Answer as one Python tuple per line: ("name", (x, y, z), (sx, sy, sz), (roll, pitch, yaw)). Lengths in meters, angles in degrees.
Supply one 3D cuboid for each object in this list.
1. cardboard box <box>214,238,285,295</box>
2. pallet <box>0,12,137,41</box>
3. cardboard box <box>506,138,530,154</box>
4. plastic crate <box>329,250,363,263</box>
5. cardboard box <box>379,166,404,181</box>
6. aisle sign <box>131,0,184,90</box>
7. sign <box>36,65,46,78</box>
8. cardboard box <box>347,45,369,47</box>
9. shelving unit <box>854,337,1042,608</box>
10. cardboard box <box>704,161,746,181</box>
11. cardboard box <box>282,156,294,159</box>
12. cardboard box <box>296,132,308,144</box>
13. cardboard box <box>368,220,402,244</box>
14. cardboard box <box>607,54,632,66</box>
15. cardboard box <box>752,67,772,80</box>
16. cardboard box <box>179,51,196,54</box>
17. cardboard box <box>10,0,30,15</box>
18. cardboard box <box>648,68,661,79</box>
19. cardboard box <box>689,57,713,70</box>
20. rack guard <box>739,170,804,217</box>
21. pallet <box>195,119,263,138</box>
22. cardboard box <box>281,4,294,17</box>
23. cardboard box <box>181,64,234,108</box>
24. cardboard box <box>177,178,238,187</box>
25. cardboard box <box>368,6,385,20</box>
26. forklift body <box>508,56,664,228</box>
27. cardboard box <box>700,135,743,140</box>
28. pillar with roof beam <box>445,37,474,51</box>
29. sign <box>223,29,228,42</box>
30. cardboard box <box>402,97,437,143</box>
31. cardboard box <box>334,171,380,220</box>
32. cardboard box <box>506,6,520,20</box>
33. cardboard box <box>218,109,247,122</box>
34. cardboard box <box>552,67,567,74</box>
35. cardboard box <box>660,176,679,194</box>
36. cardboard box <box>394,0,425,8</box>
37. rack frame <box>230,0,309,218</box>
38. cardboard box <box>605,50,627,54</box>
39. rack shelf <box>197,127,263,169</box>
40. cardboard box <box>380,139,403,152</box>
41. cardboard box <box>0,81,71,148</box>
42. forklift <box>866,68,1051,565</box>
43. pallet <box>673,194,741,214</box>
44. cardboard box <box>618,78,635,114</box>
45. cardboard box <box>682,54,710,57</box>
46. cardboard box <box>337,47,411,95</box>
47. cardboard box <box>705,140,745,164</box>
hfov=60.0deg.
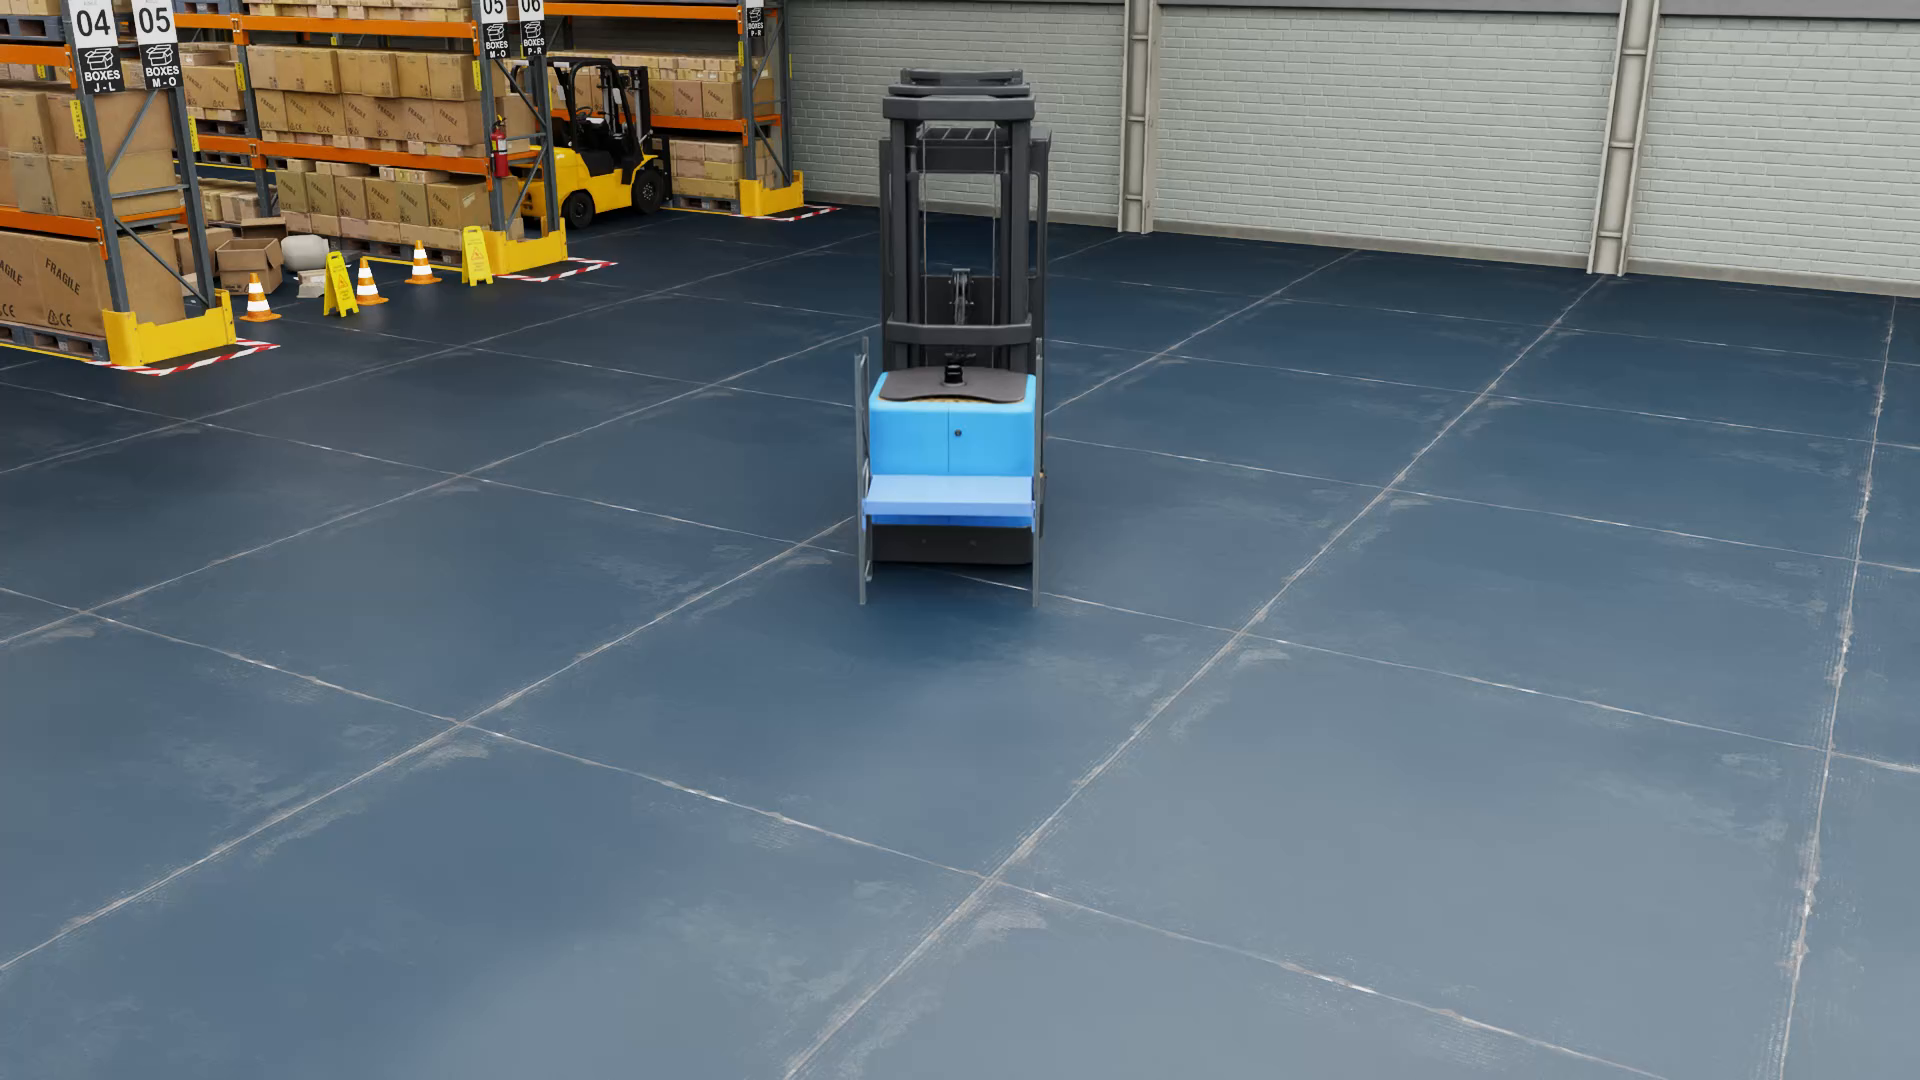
("cardboard box", (-7.904, -3.049, 18.532), (0.637, 0.503, 0.797), (-4, 20, -10))
("pallet", (-8.115, -4.682, 15.106), (1.213, 0.211, 1.003), (11, 23, 27))
("cardboard box", (-5.332, -4.684, 19.748), (0.250, 0.149, 0.380), (11, 23, 28))
("plastic crate", (-7.658, -3.472, 20.318), (0.583, 0.080, 0.402), (3, 20, 9))
("cardboard box", (-6.763, -4.430, 20.044), (0.250, 0.149, 0.380), (12, 23, 30))
("aisle sign", (-7.254, -4.493, 15.041), (0.004, 0.787, 0.394), (11, 23, 27))
("sign", (-12.388, -6.393, 22.392), (0.005, 0.325, 0.100), (11, 23, 27))
("cardboard box", (-10.076, -7.869, 27.398), (0.500, 0.500, 0.500), (12, 23, 30))
("shelving unit", (-0.057, -0.396, 9.757), (1.048, 1.500, 0.538), (1, 20, 2))
("cardboard box", (-3.296, -5.290, 23.733), (0.500, 0.250, 0.500), (10, 22, 27))
("cardboard box", (-11.067, -6.694, 27.970), (0.500, 0.500, 0.500), (12, 23, 30))
("cardboard box", (-8.017, -5.022, 20.678), (0.250, 0.149, 0.380), (11, 23, 27))
("cardboard box", (-6.881, -3.817, 20.406), (0.500, 0.250, 0.500), (10, 22, 25))
("cardboard box", (-4.914, -6.987, 24.195), (0.250, 0.149, 0.380), (11, 23, 27))
("cardboard box", (-2.888, -6.648, 23.695), (0.250, 0.149, 0.380), (10, 22, 26))
("cardboard box", (-10.000, -6.197, 21.401), (0.250, 0.149, 0.380), (10, 22, 25))
("cardboard box", (-8.137, -4.727, 14.704), (0.250, 0.149, 0.380), (11, 23, 28))
("cardboard box", (-4.290, -6.695, 23.824), (0.250, 0.149, 0.380), (11, 23, 28))
("cardboard box", (-3.606, -6.718, 23.453), (0.250, 0.149, 0.380), (11, 23, 28))
("rack guard", (-2.698, -4.983, 23.870), (0.348, 0.500, 1.175), (11, 23, 27))
("pallet", (-9.225, -5.429, 21.715), (1.213, 0.211, 1.003), (11, 23, 27))
("cardboard box", (-8.004, -6.448, 20.211), (0.250, 0.149, 0.380), (11, 23, 27))
("cardboard box", (-9.577, -5.824, 21.323), (0.500, 0.500, 0.500), (11, 23, 28))
("cardboard box", (-10.325, -4.631, 22.472), (0.625, 0.372, 0.950), (12, 23, 29))
("cardboard box", (-6.688, -6.173, 19.454), (0.250, 0.149, 0.380), (10, 22, 26))
("forklift body", (-5.264, -5.536, 22.971), (1.214, 2.155, 2.313), (11, 23, 27))
("cardboard box", (-3.484, -5.755, 24.283), (0.500, 0.250, 0.500), (11, 23, 27))
("pillar with roof beam", (-10.225, -9.083, 22.708), (0.400, 9.000, 9.100), (11, 23, 27))
("sign", (-12.927, -8.868, 29.216), (0.005, 0.325, 0.100), (11, 23, 27))
("cardboard box", (-6.179, -4.964, 19.567), (0.500, 0.500, 0.500), (11, 23, 27))
("cardboard box", (-7.320, -4.256, 20.515), (0.500, 0.500, 0.500), (12, 23, 30))
("cardboard box", (-5.267, -6.128, 19.329), (0.250, 0.149, 0.380), (11, 23, 27))
("cardboard box", (-9.212, -5.432, 21.194), (0.250, 0.149, 0.380), (11, 23, 28))
("cardboard box", (-5.834, -7.006, 24.681), (0.250, 0.149, 0.380), (11, 23, 29))
("cardboard box", (-4.145, -5.223, 24.280), (0.500, 0.250, 0.500), (11, 23, 28))
("cardboard box", (-6.146, -6.256, 19.099), (0.500, 0.250, 0.500), (10, 22, 27))
("rack frame", (-8.628, -5.349, 21.213), (0.127, 3.000, 1.000), (11, 23, 27))
("cardboard box", (-5.099, -7.239, 24.889), (0.250, 0.149, 0.380), (10, 22, 26))
("rack shelf", (-10.374, -5.344, 22.253), (4.000, 0.370, 1.077), (11, 23, 27))
("cardboard box", (-6.718, -4.756, 19.947), (0.250, 0.149, 0.380), (11, 22, 27))
("cardboard box", (-8.715, -4.043, 15.807), (0.550, 0.550, 0.875), (11, 23, 27))
("forklift", (0.042, -1.684, 11.208), (1.130, 2.935, 3.031), (1, 20, 4))
("pallet", (-3.407, -4.966, 24.246), (1.213, 0.211, 1.003), (11, 23, 27))
("cardboard box", (-4.617, -6.468, 24.149), (0.500, 0.500, 0.500), (11, 23, 28))
("cardboard box", (-3.808, -6.949, 24.088), (0.250, 0.149, 0.380), (12, 23, 29))
("cardboard box", (-6.990, -5.626, 19.926), (0.500, 0.500, 0.700), (11, 22, 27))
("cardboard box", (-3.273, -5.521, 23.636), (0.500, 0.250, 0.500), (12, 23, 29))
